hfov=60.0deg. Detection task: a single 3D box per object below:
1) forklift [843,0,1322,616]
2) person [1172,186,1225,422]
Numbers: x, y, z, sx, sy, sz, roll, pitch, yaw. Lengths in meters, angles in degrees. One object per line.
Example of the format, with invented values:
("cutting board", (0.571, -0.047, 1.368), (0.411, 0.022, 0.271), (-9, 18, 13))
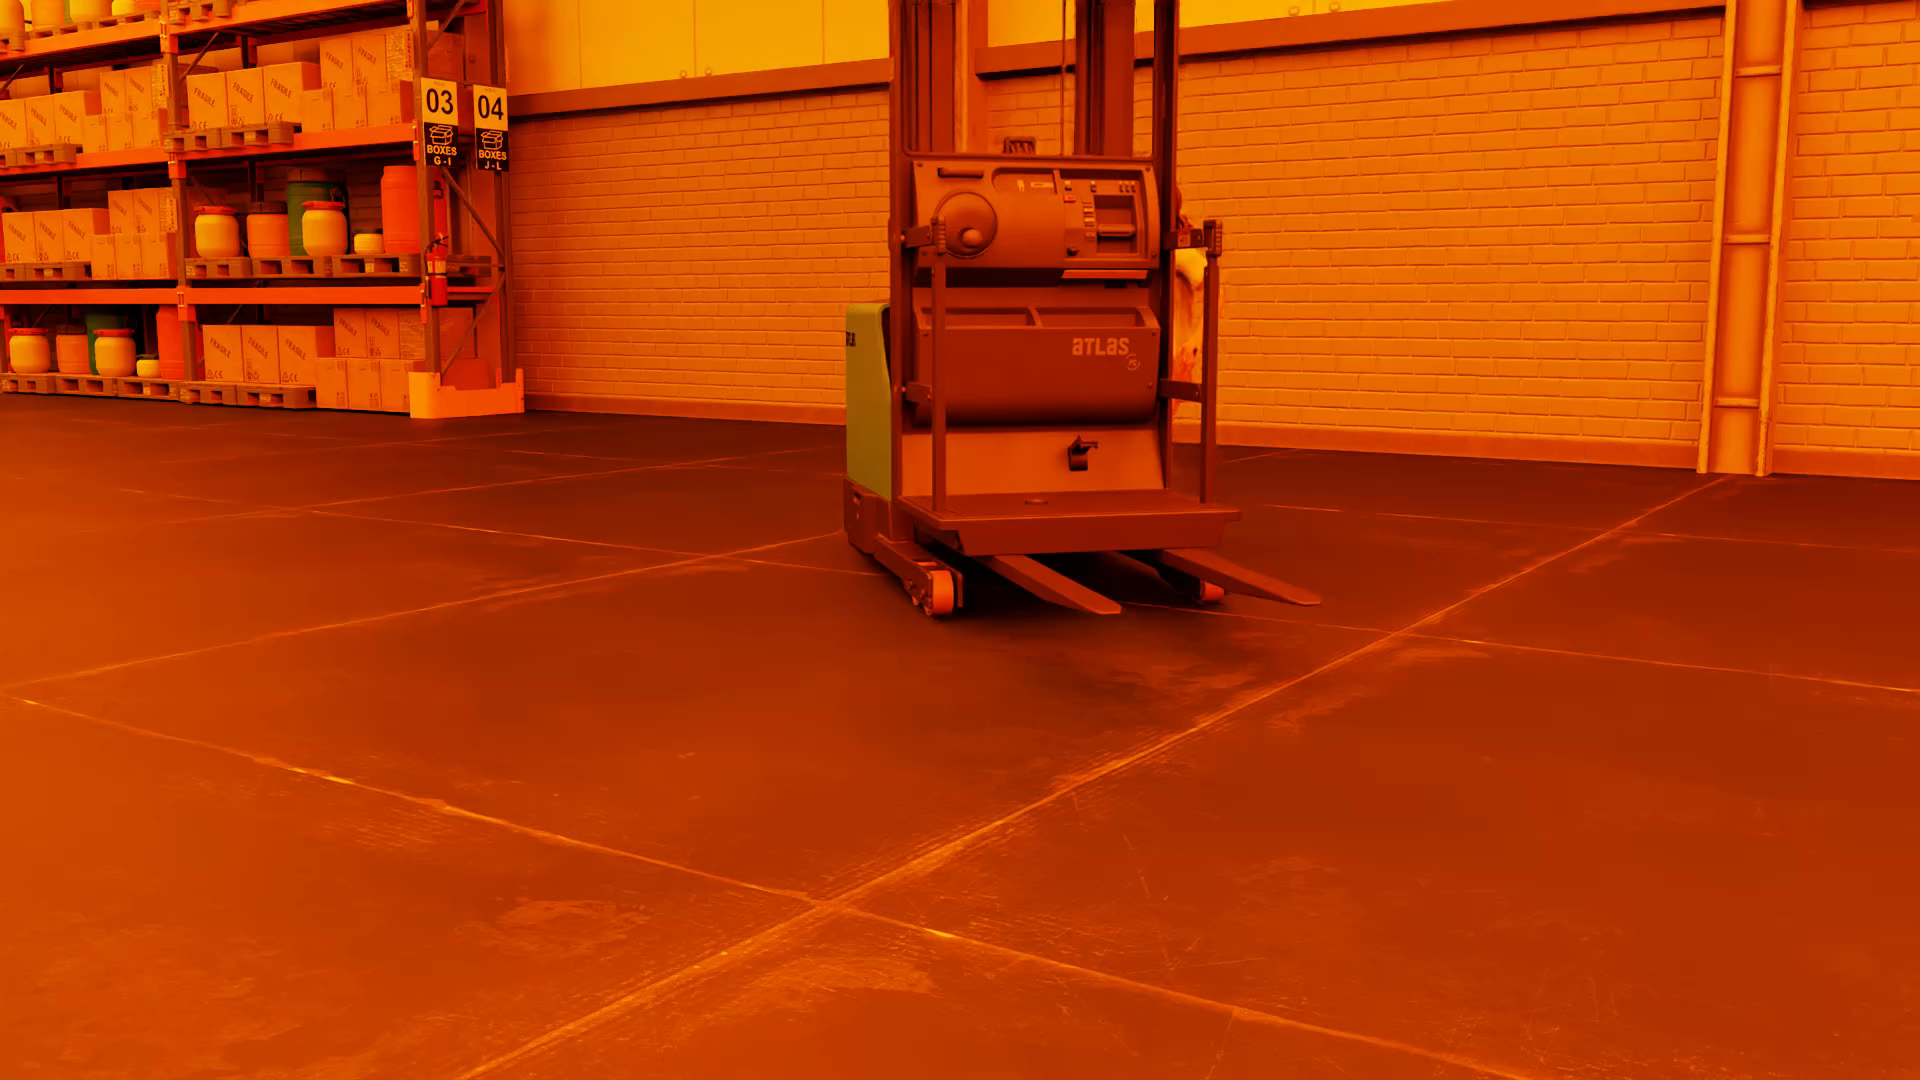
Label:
("forklift", (0.341, -1.245, 5.950), (1.130, 2.935, 3.031), (-2, 8, -14))
("person", (0.792, -0.776, 7.403), (0.533, 1.623, 0.800), (-3, 9, -19))
